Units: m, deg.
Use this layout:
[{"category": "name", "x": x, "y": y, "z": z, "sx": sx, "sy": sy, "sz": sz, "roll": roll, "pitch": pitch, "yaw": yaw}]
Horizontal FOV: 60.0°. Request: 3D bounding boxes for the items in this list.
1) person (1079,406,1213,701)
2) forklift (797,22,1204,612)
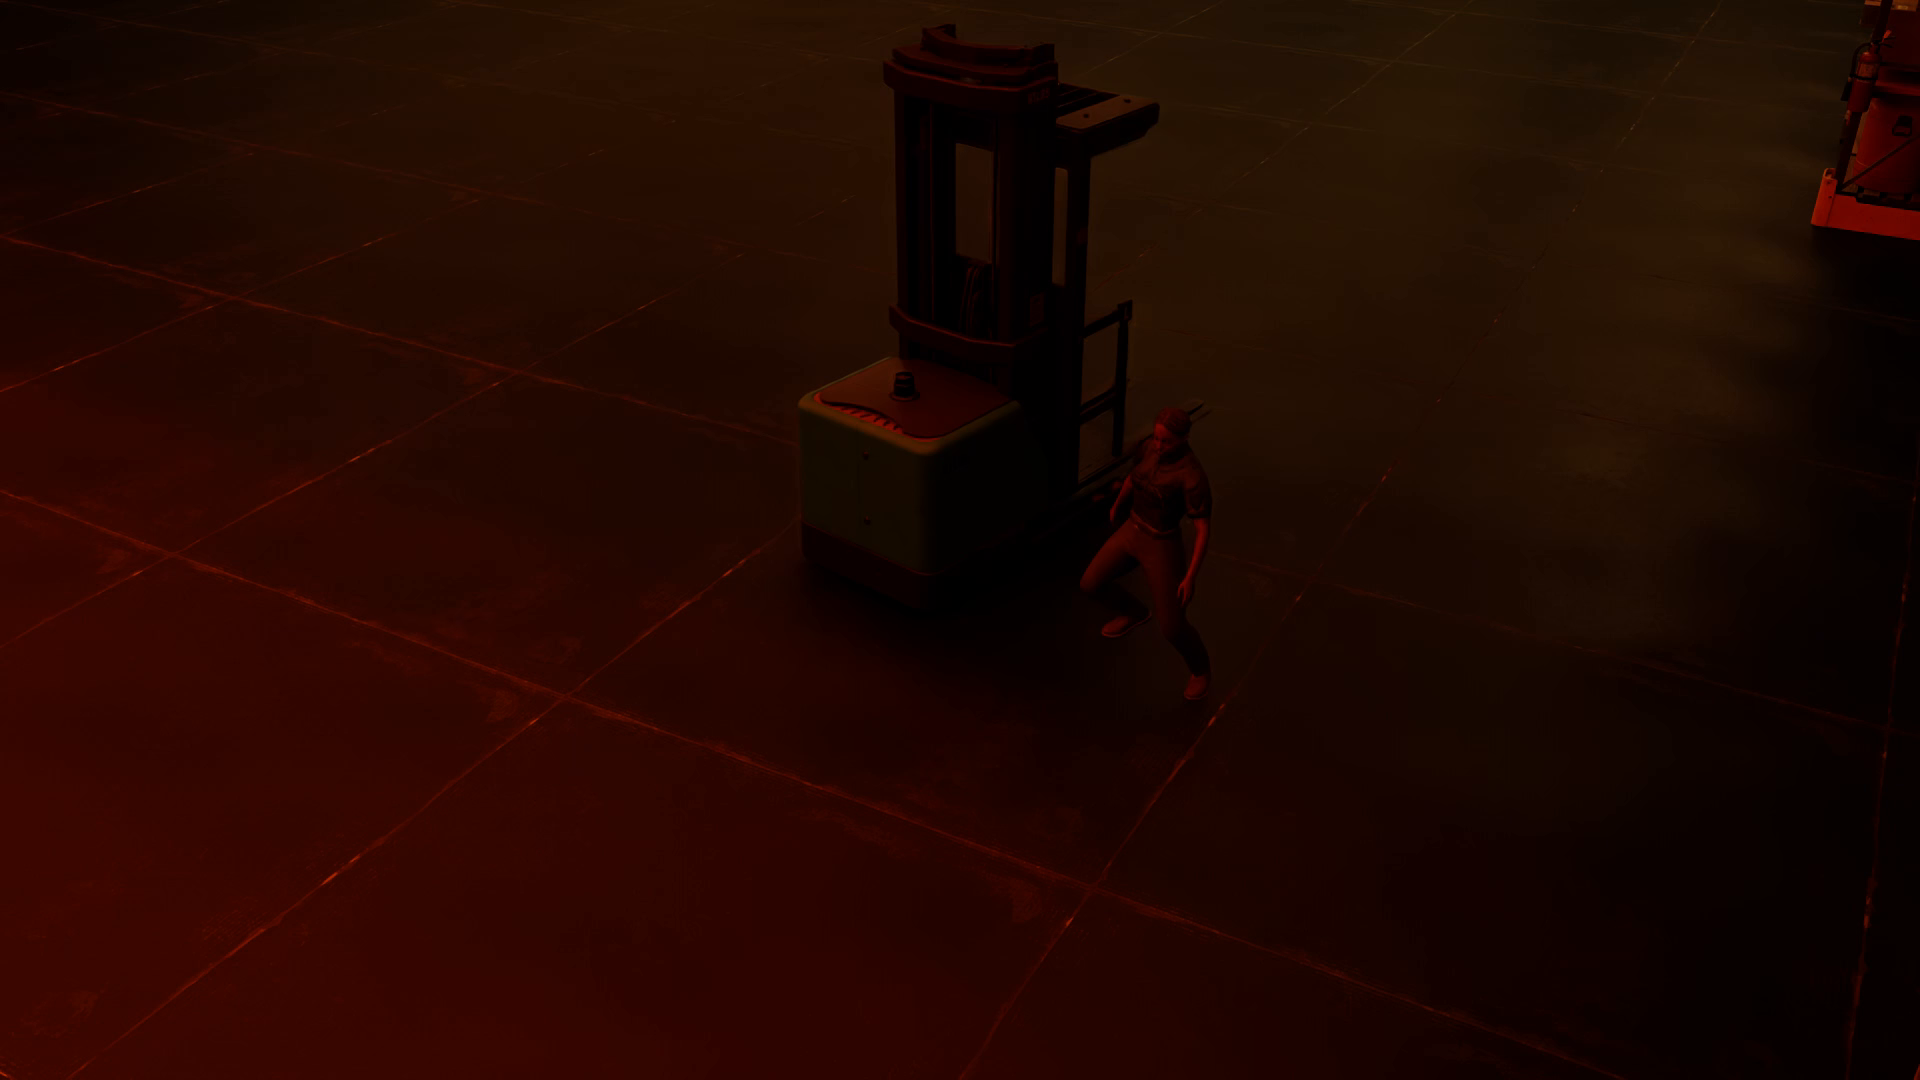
[{"category": "person", "x": 0.982, "y": 0.011, "z": 8.449, "sx": 0.523, "sy": 1.566, "sz": 0.836, "roll": -17, "pitch": 34, "yaw": -27}, {"category": "forklift", "x": 0.413, "y": -1.537, "z": 9.733, "sx": 1.130, "sy": 2.935, "sz": 3.031, "roll": 23, "pitch": 37, "yaw": 34}]
